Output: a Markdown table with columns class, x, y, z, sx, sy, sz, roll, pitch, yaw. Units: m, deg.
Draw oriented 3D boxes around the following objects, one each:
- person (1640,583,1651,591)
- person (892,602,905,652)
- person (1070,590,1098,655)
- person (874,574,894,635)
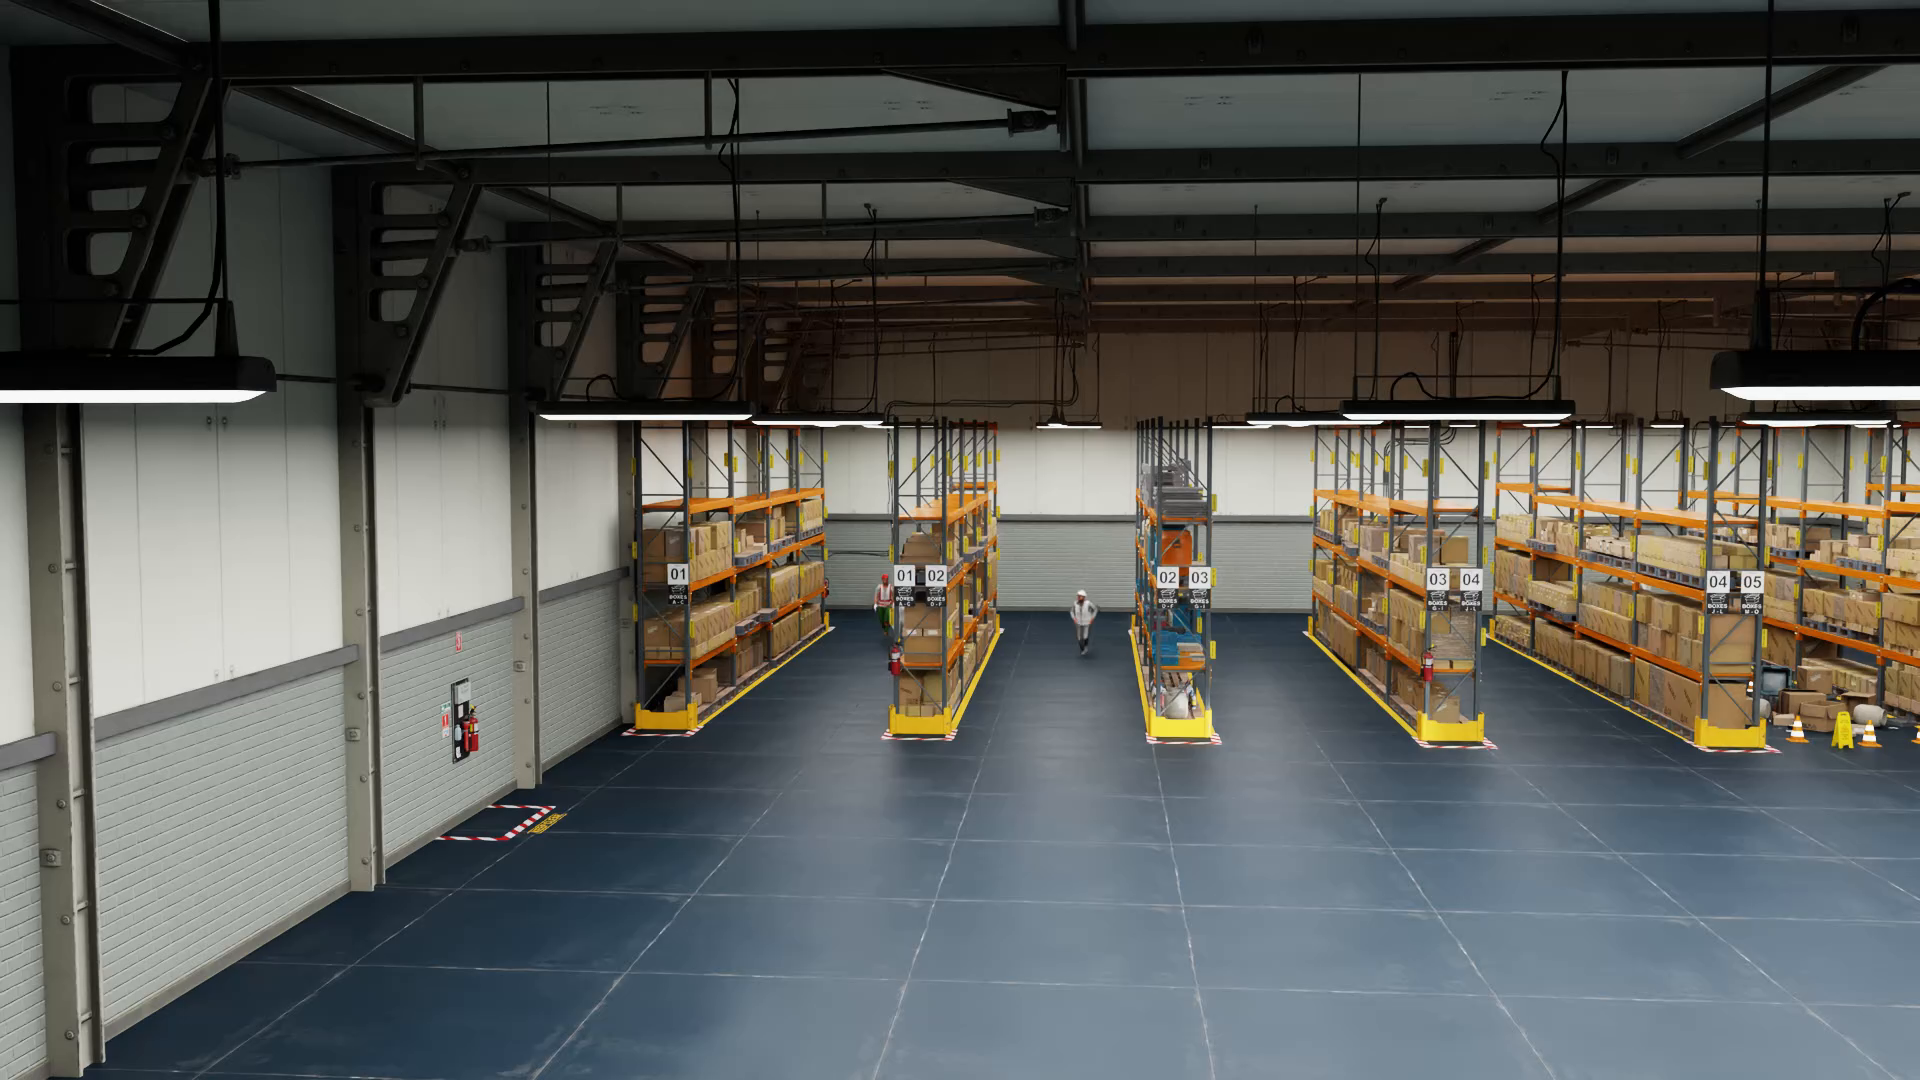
| class | x | y | z | sx | sy | sz | roll | pitch | yaw |
| --- | --- | --- | --- | --- | --- | --- | --- | --- | --- |
| person | 19.823 | 1.738 | 48.173 | 0.543 | 1.672 | 1.037 | -3 | 5 | -35 |
| person | -1.454 | 2.044 | 41.716 | 0.583 | 1.640 | 0.609 | 0 | 4 | -3 |
| person | 3.166 | 2.113 | 42.375 | 0.709 | 1.688 | 0.716 | 1 | 4 | 14 |
| person | -2.029 | 1.724 | 44.703 | 0.546 | 1.602 | 1.076 | 0 | 4 | 7 |
